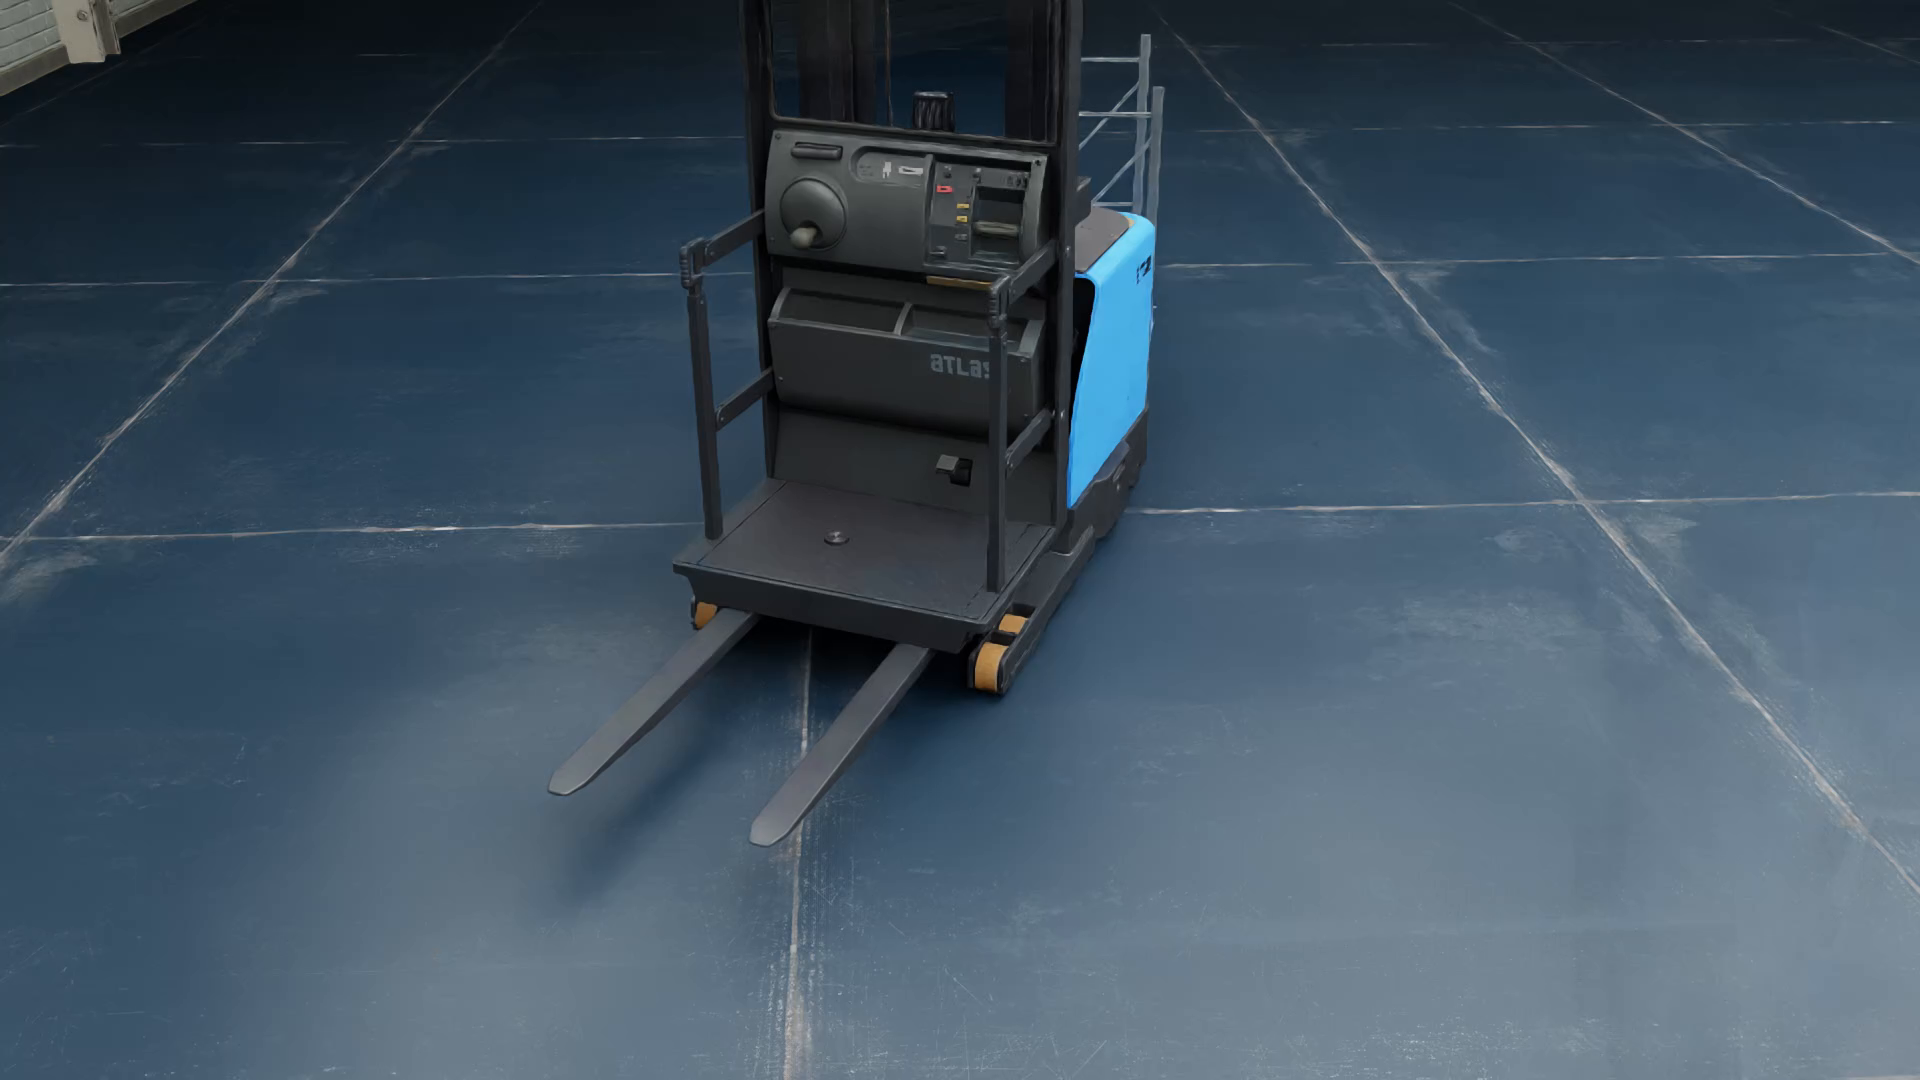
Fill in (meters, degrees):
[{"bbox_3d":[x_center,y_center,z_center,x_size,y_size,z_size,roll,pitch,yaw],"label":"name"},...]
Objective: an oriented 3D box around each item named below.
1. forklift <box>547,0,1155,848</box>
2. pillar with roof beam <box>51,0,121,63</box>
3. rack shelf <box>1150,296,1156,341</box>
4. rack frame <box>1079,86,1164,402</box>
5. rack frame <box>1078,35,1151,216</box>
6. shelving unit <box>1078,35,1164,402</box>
[{"bbox_3d":[-0.255,-1.024,5.044,1.130,2.935,3.031,10,29,19],"label":"forklift"},{"bbox_3d":[-3.030,-8.174,12.190,9.100,9.000,0.400,-1,28,-3],"label":"pillar with roof beam"},{"bbox_3d":[0.548,-1.127,7.179,0.538,0.185,1.000,1,28,3],"label":"rack shelf"},{"bbox_3d":[0.522,-1.052,6.645,0.500,1.500,0.032,1,28,3],"label":"rack frame"},{"bbox_3d":[0.574,-1.522,7.545,0.500,1.500,0.032,1,28,3],"label":"rack frame"},{"bbox_3d":[0.548,-1.287,7.095,0.538,1.500,1.048,1,28,3],"label":"shelving unit"}]
